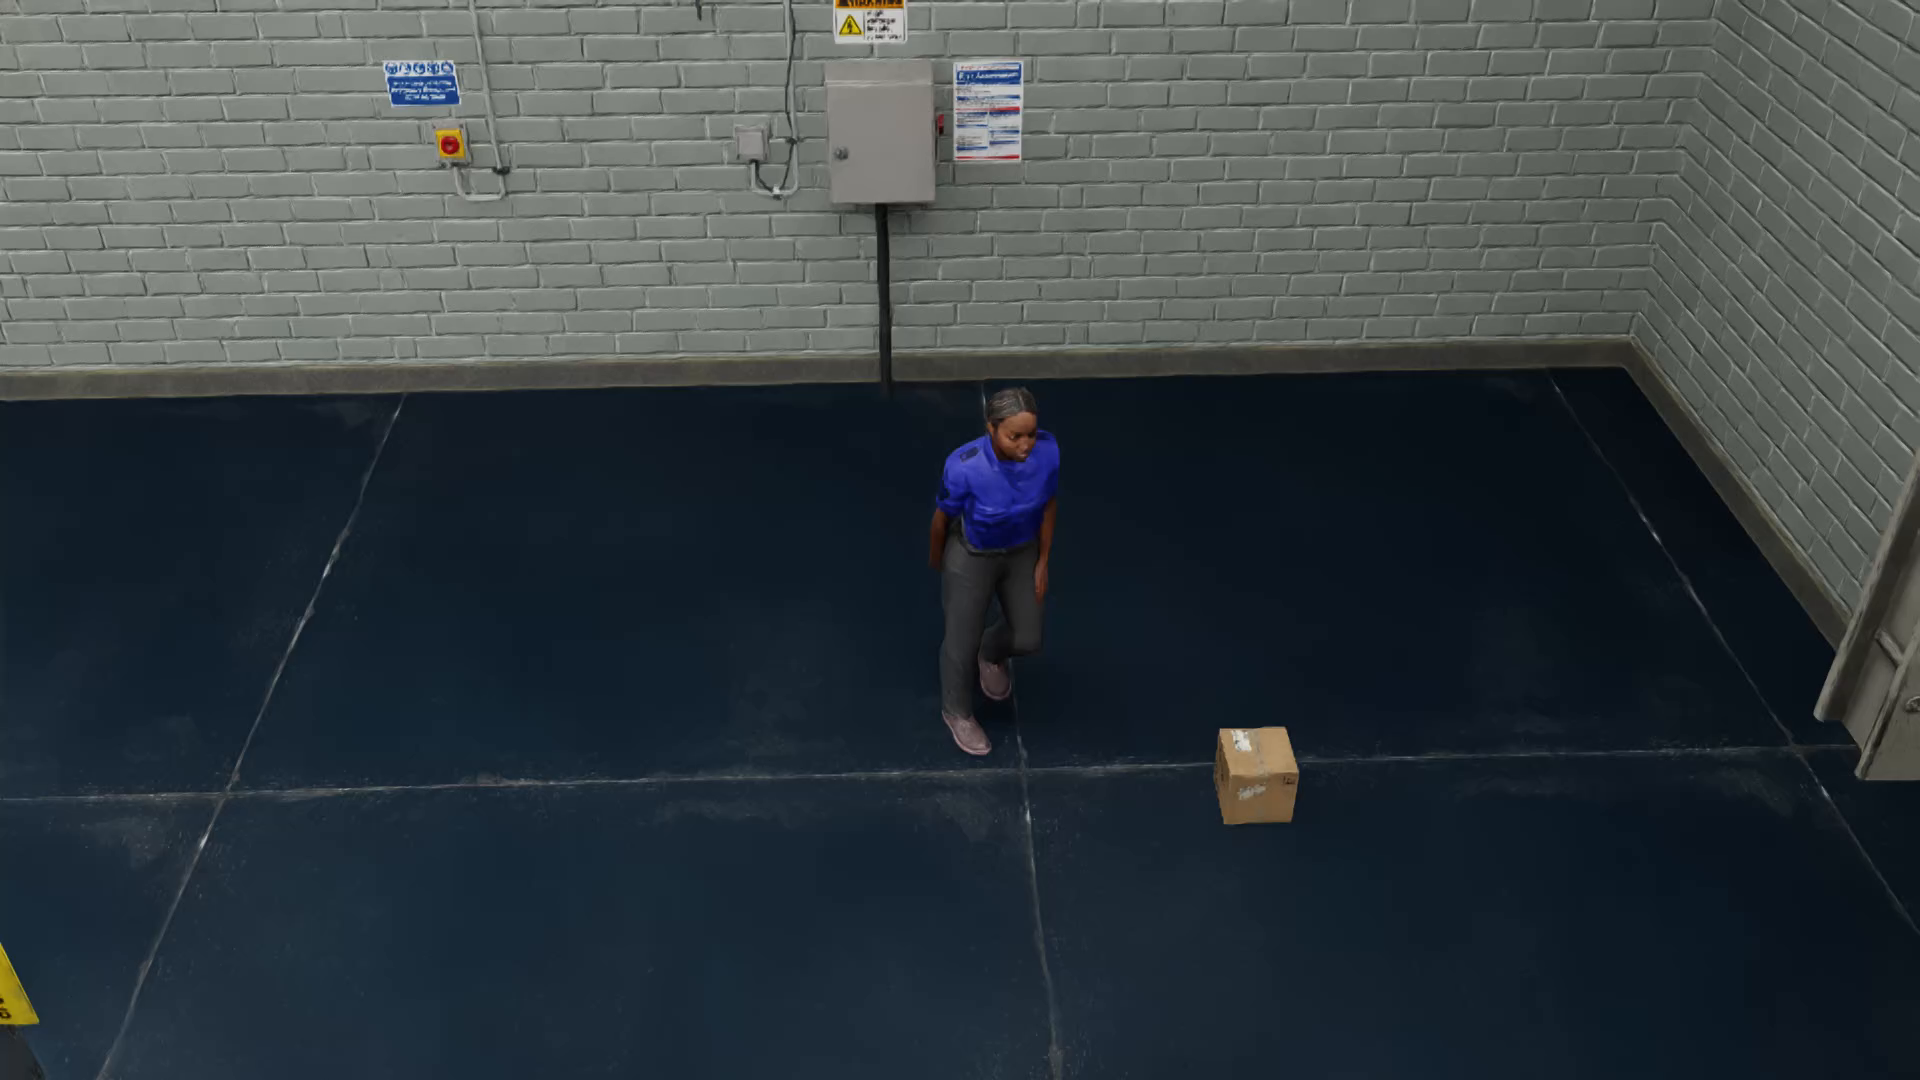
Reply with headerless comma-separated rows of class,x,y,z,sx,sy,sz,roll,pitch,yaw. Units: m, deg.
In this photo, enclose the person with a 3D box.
person,0.108,0.070,6.085,0.448,1.621,0.614,-15,38,-19
